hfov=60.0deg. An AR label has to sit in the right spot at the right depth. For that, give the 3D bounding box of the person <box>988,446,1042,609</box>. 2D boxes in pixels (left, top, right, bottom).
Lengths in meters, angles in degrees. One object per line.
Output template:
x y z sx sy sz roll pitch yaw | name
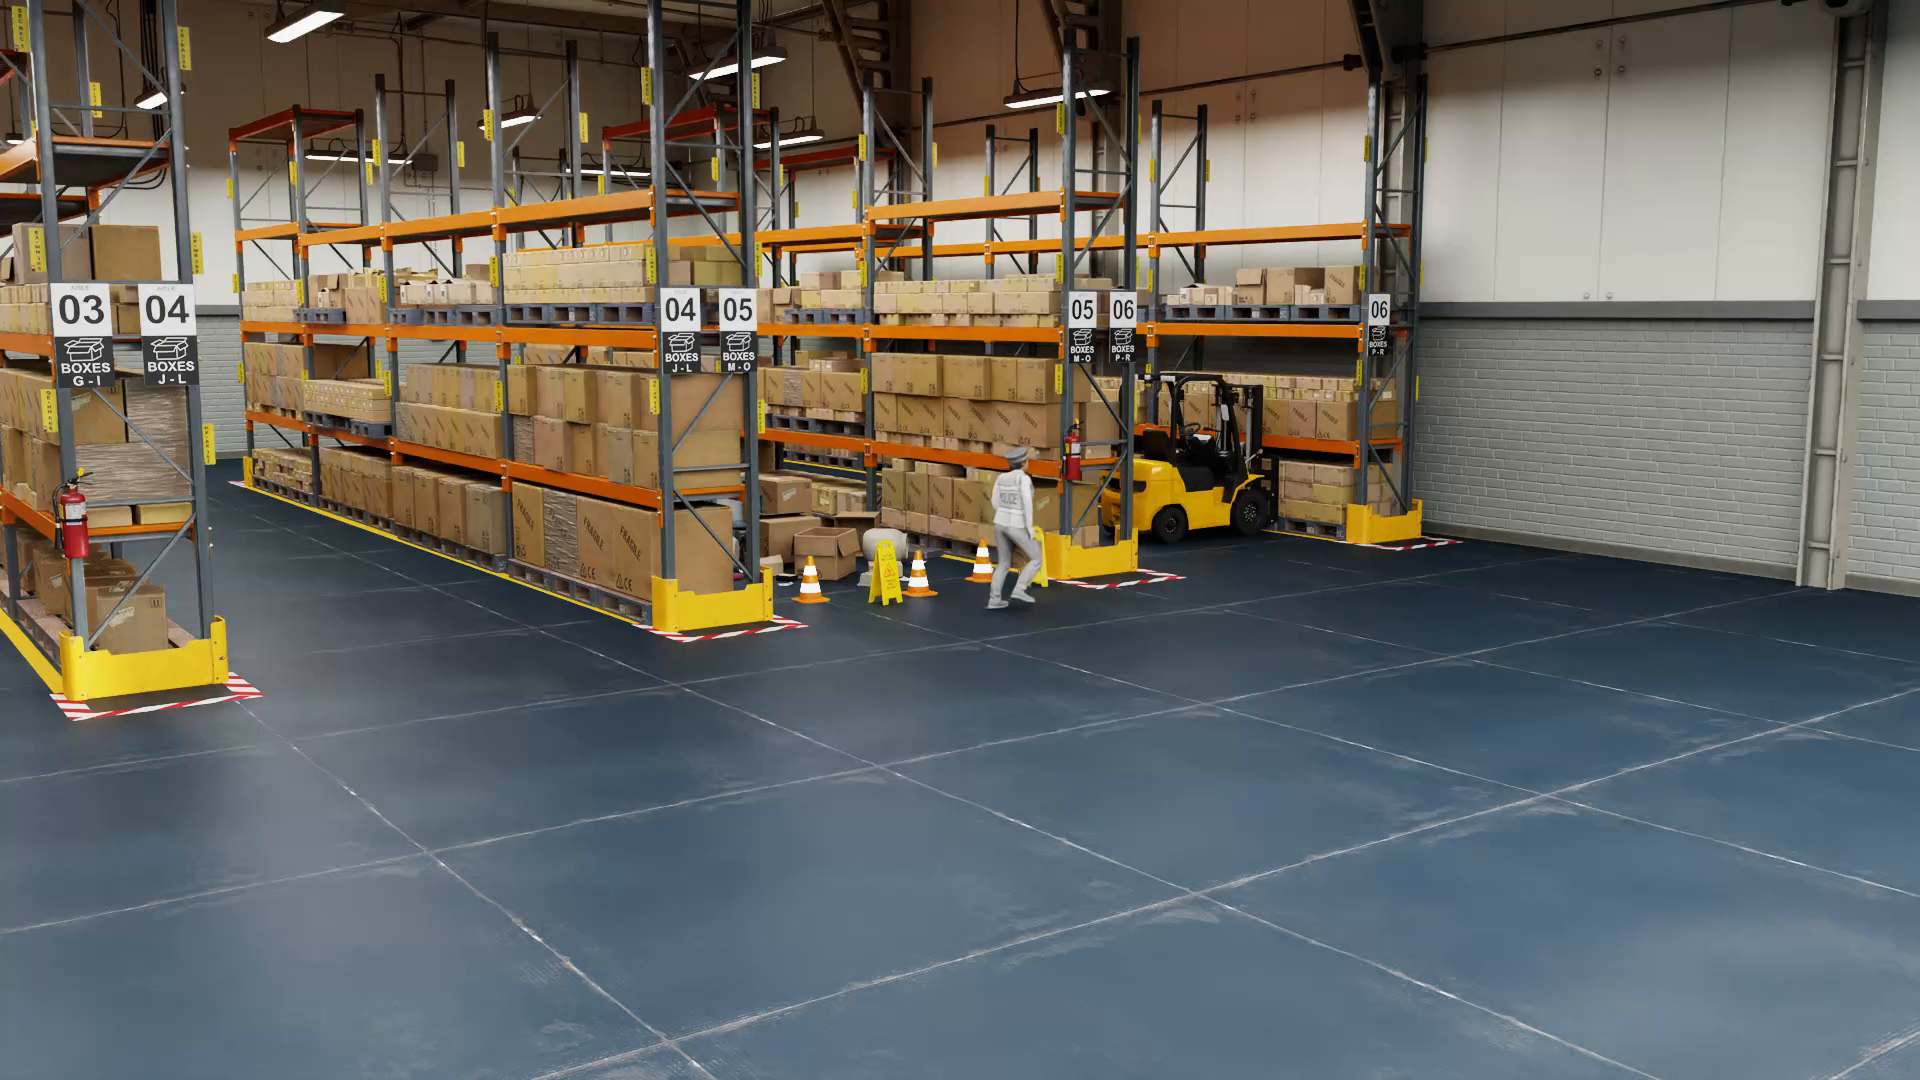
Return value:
0.546 -0.126 16.831 0.624 1.628 0.578 7 11 43 | person
